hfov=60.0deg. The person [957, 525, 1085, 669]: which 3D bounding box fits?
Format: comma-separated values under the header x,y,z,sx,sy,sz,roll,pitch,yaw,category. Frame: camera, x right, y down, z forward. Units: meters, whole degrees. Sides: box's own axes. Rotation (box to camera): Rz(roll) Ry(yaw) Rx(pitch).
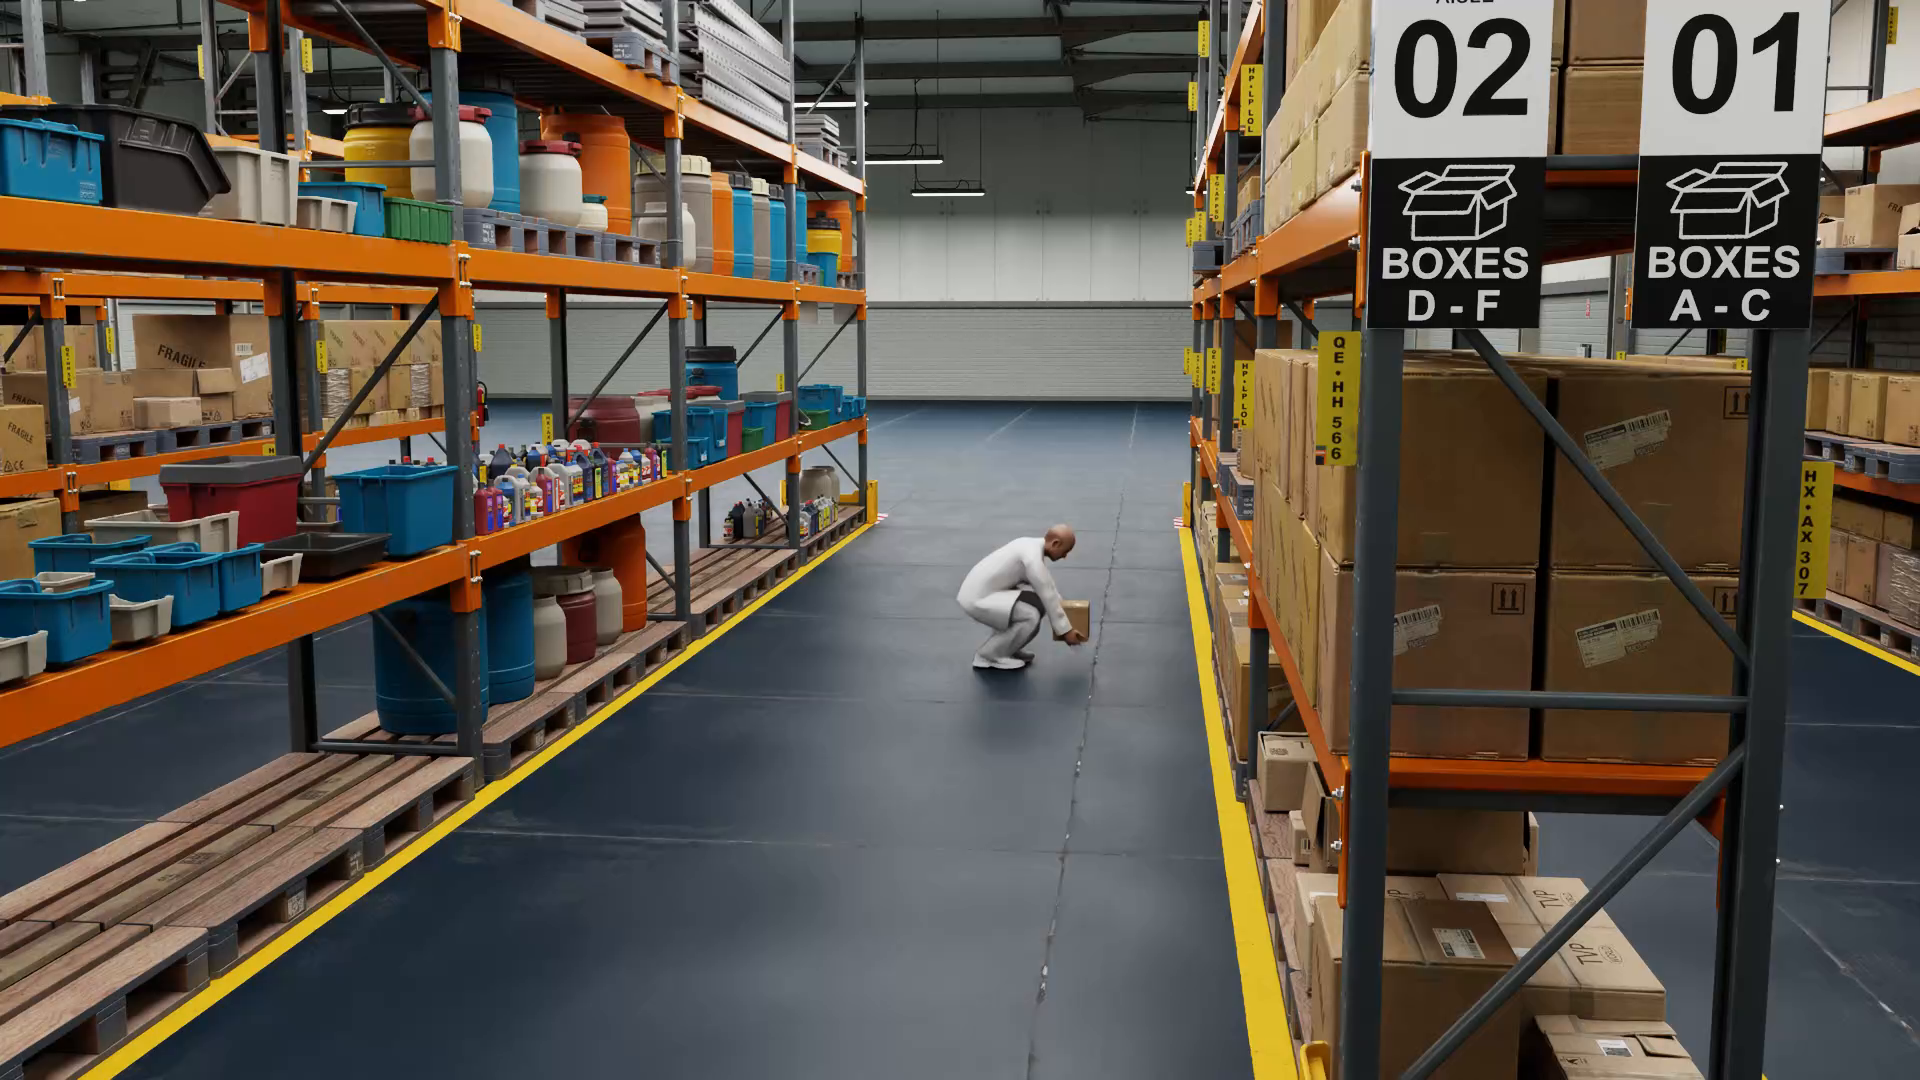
x,y,z,sx,sy,sz,roll,pitch,yaw,category
0.440,0.396,11.808,0.919,1.008,0.579,1,7,5,person
